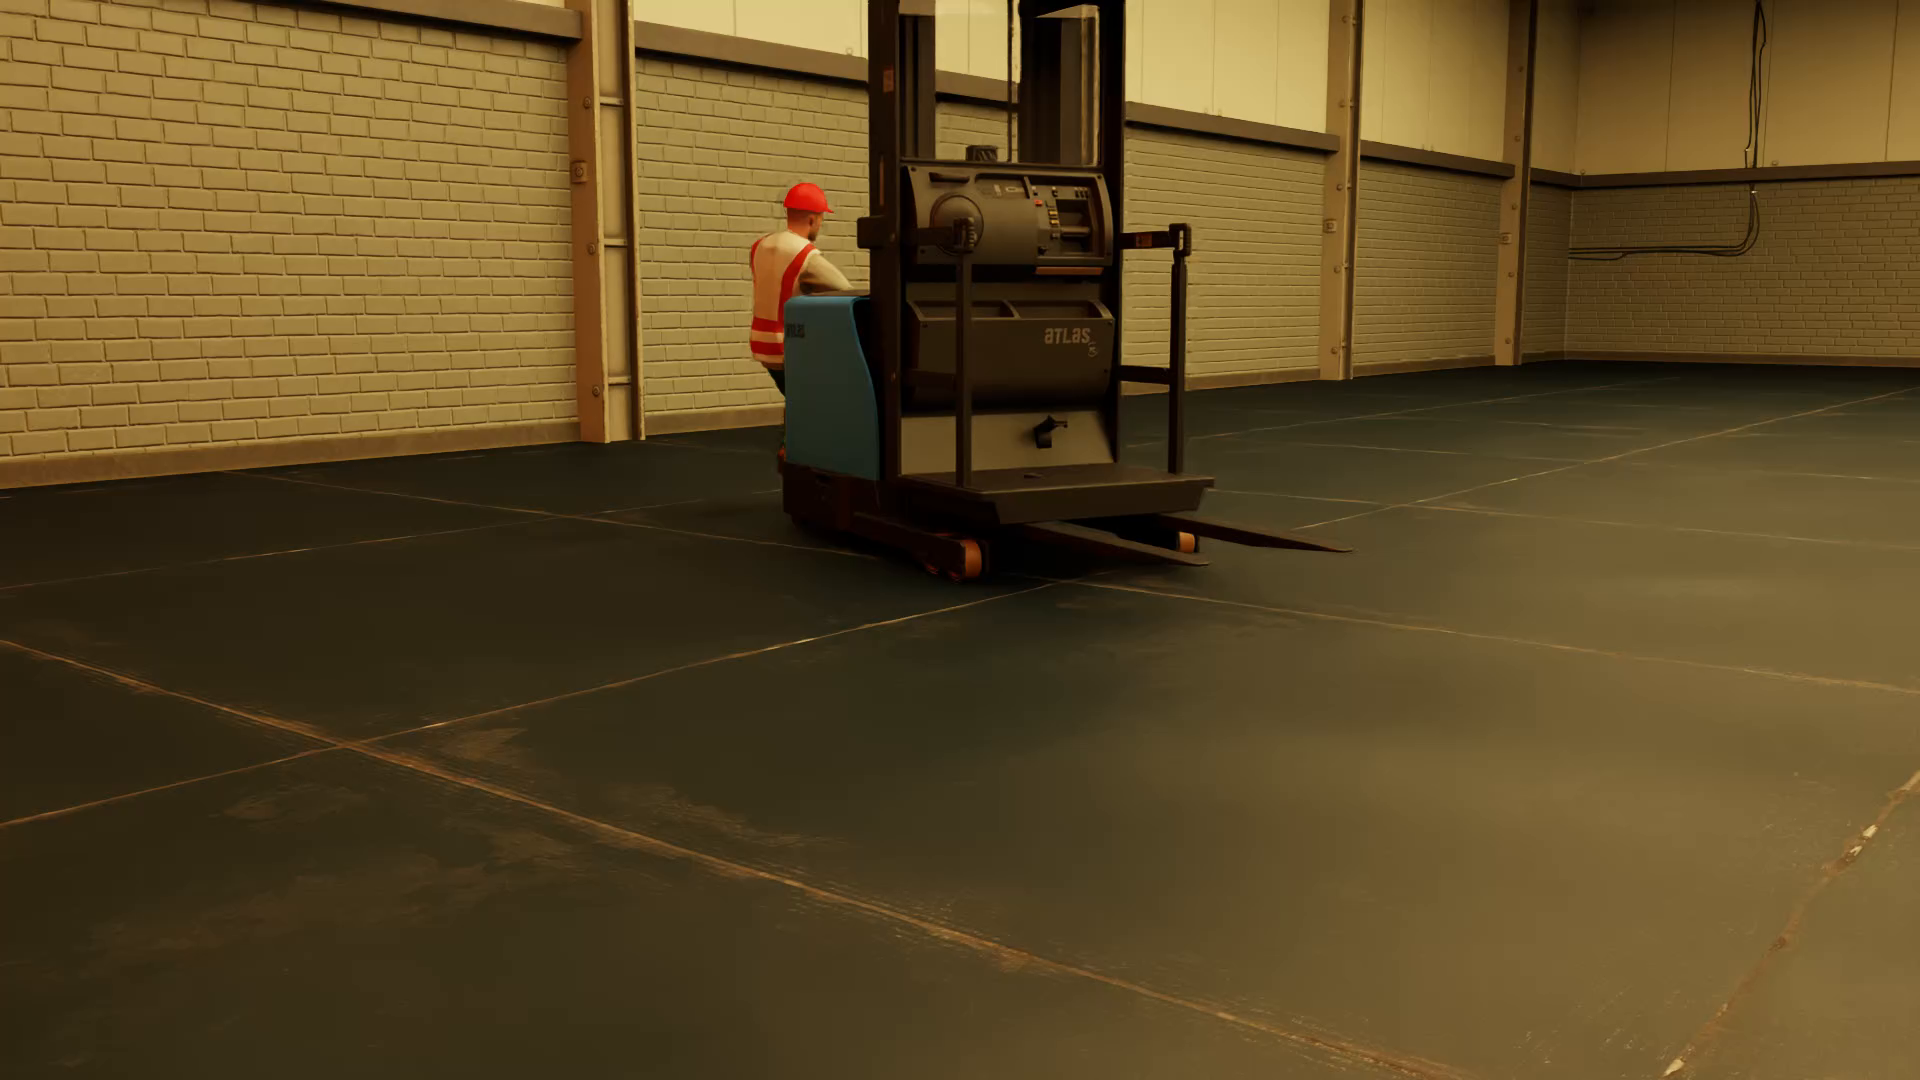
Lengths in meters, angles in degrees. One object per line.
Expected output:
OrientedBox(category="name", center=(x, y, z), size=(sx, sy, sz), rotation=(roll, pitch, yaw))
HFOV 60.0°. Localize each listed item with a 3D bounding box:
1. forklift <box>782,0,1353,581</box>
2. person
OrientedBox(category="forklift", center=(0.318, -1.366, 6.620), size=(1.130, 2.935, 3.031), rotation=(-5, 9, -28))
OrientedBox(category="person", center=(-0.683, -1.013, 8.569), size=(0.784, 1.599, 0.740), rotation=(8, 11, 42))
